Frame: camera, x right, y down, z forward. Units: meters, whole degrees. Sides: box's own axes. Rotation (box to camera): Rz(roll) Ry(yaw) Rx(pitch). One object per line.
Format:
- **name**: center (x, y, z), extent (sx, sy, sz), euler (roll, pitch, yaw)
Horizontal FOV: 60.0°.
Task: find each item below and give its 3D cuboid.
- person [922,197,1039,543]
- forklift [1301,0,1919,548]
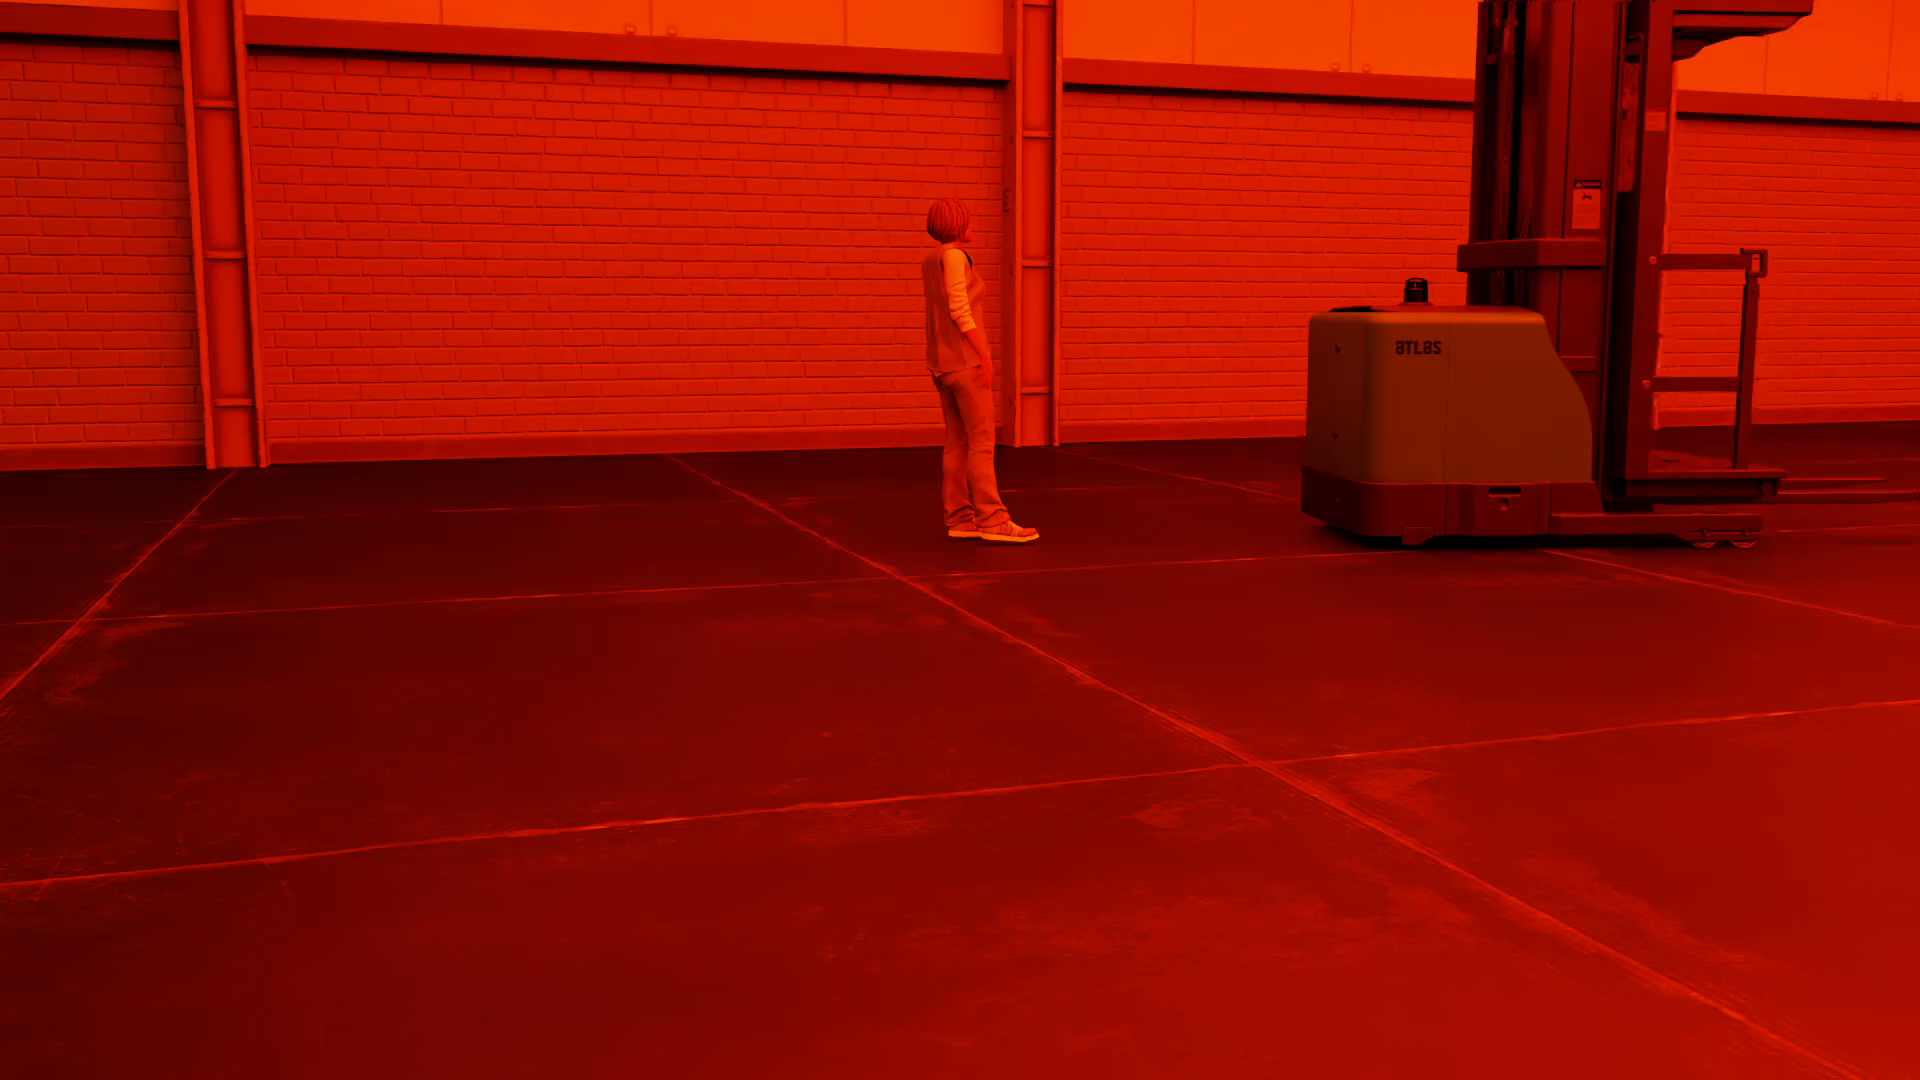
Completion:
- **person**: center (0.075, -0.800, 7.826), extent (0.473, 1.599, 0.521), euler (-3, 8, -18)
- **forklift**: center (3.278, -1.484, 7.960), extent (3.031, 2.935, 1.130), euler (-1, 8, -5)
